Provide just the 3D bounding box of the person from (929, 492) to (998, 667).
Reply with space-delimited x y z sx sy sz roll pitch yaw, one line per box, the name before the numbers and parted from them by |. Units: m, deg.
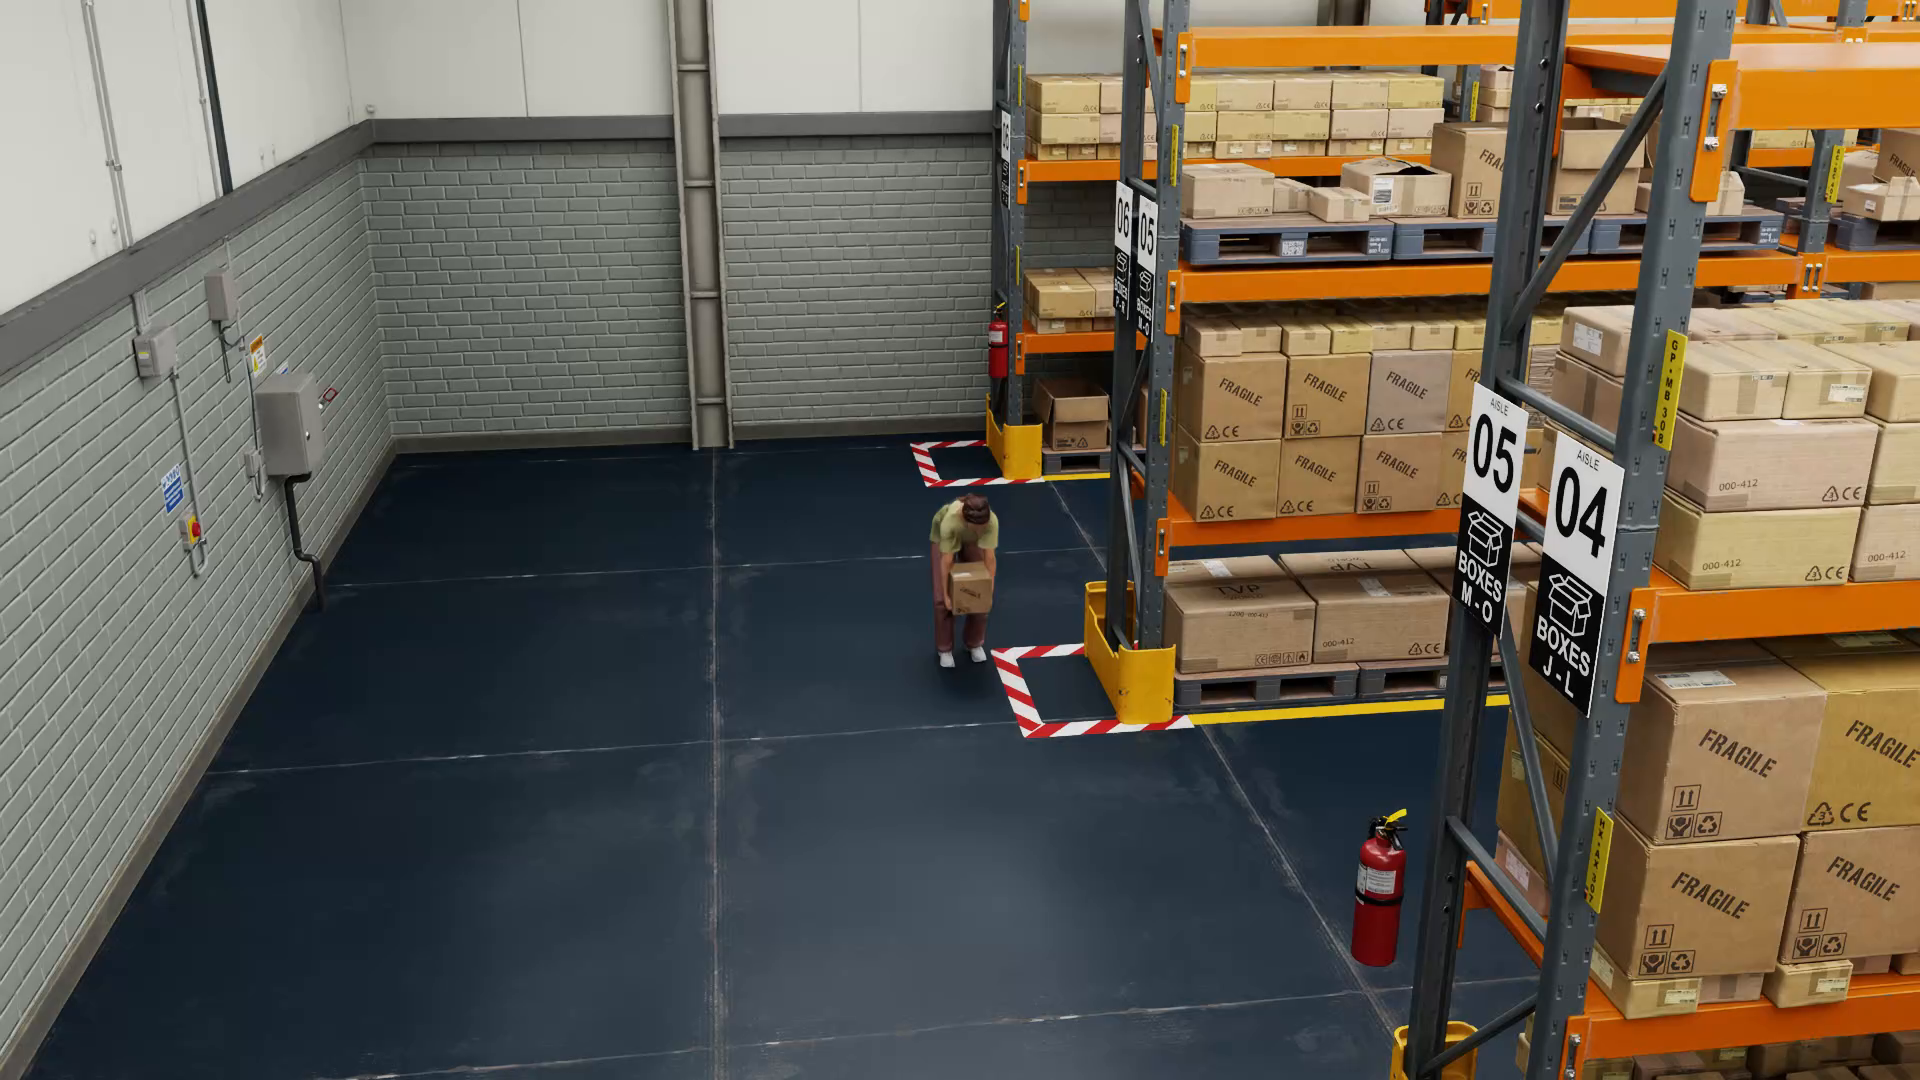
person | 0.040 0.249 10.933 0.402 1.310 0.813 -4 21 -12
